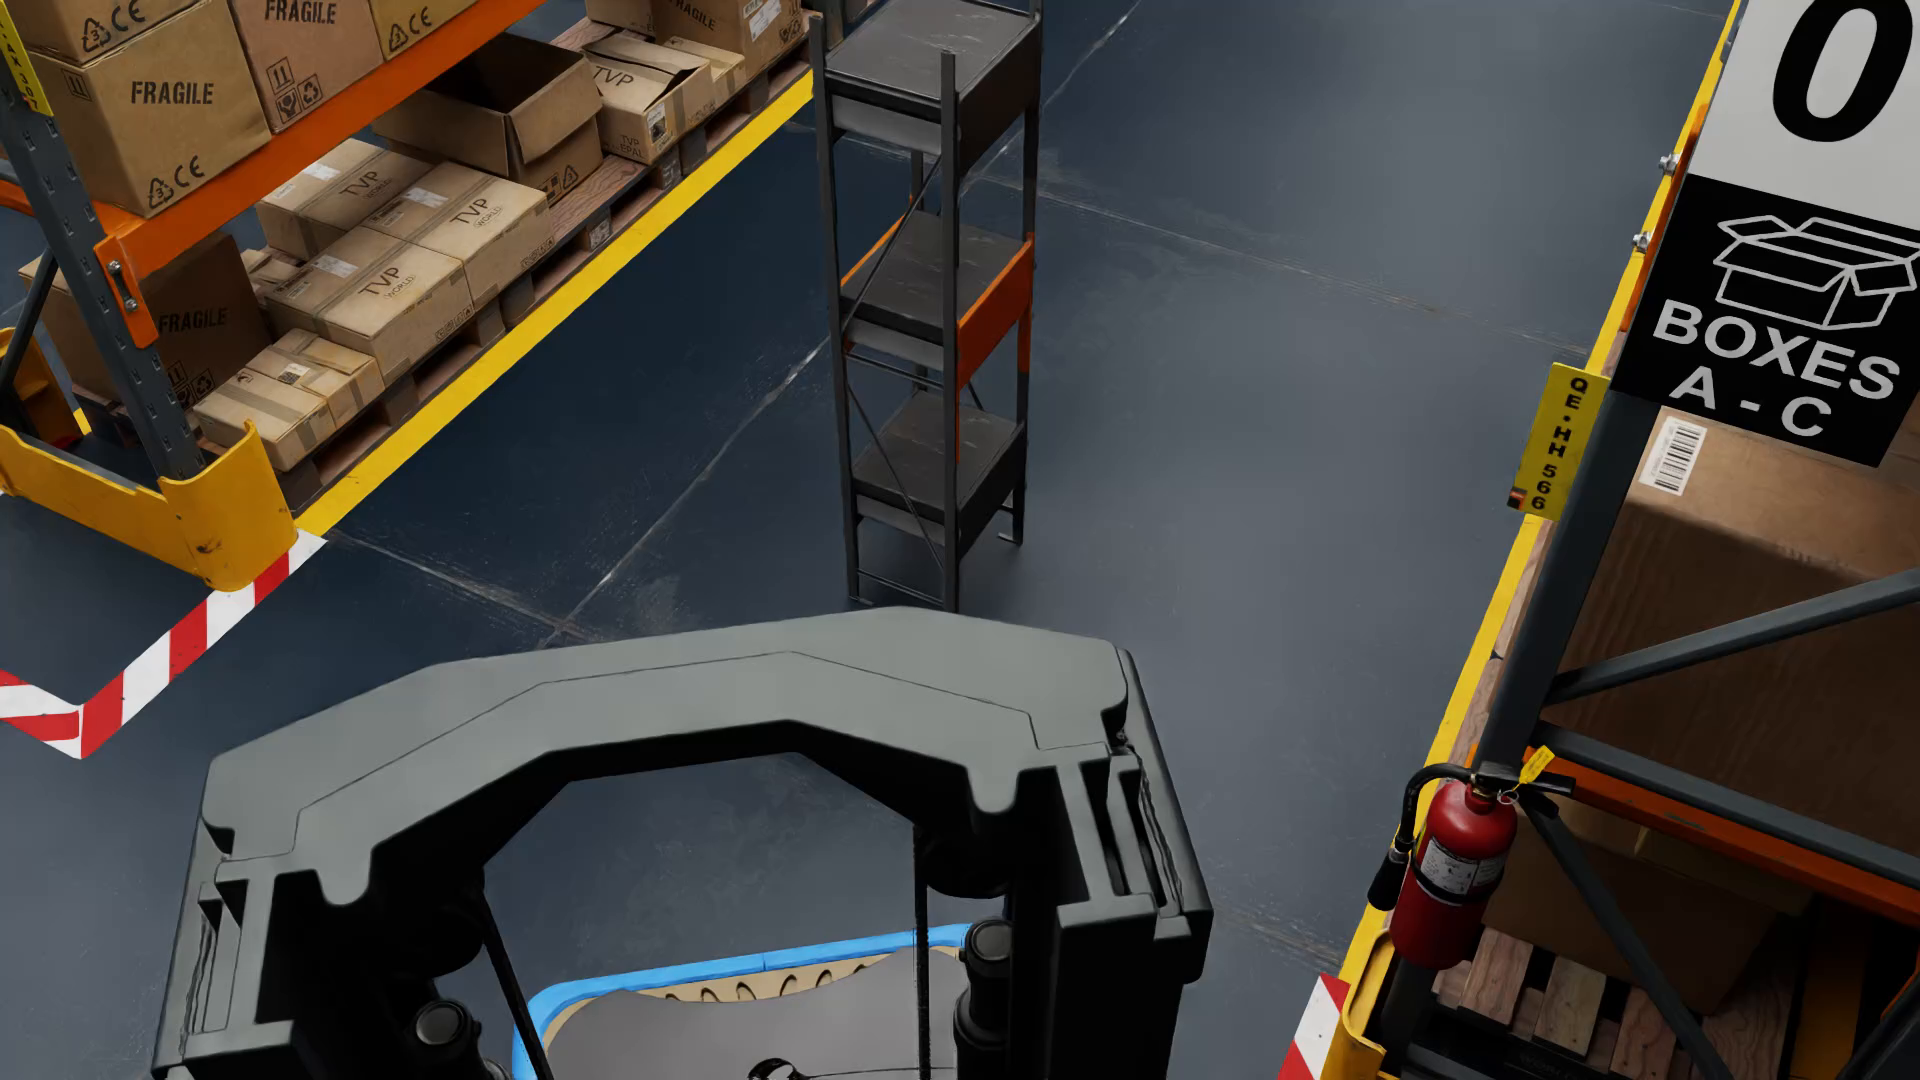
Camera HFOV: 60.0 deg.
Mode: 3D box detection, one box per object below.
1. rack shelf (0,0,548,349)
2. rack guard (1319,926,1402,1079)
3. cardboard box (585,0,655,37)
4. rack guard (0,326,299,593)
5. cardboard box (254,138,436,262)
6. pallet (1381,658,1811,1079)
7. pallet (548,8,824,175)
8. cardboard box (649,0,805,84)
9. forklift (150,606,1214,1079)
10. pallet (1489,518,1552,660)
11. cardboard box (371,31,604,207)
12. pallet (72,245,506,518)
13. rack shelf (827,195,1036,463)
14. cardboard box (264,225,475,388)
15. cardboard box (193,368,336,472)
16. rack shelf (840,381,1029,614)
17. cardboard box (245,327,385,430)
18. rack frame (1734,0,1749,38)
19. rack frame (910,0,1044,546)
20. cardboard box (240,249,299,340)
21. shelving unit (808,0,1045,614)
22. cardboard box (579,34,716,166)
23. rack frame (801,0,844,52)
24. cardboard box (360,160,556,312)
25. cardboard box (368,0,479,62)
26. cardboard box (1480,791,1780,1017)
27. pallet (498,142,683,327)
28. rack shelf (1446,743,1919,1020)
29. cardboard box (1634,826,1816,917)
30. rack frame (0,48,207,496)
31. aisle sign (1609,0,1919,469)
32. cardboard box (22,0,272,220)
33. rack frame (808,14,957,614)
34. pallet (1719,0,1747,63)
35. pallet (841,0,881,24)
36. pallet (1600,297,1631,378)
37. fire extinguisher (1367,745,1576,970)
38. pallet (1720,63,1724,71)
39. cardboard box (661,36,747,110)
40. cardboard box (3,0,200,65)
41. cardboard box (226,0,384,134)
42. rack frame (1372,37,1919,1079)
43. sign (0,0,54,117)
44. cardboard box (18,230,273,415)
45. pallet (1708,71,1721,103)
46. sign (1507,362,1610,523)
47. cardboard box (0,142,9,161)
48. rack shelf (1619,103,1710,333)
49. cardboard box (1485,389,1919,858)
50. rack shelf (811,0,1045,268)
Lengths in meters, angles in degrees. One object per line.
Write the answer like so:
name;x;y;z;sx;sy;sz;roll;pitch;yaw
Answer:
rack shelf;-1.972;-2.122;6.244;1.077;0.370;4.000;20;49;19
rack guard;1.478;1.412;4.003;1.175;0.500;0.348;20;49;19
cardboard box;-1.430;-2.651;7.842;0.500;0.311;0.500;20;49;19
rack guard;-2.865;-0.284;5.679;1.175;0.500;0.348;20;49;19
cardboard box;-2.399;-1.315;6.565;0.500;0.250;0.500;20;49;19
pallet;1.791;0.969;4.644;1.003;0.211;1.213;20;49;19
pallet;-1.363;-2.222;7.798;1.003;0.211;1.213;20;49;19
cardboard box;-1.057;-2.458;7.518;0.500;0.500;0.500;20;49;19
forklift;-0.156;1.607;2.101;1.130;2.935;3.031;-7;46;-7
pallet;2.358;0.204;5.400;1.003;0.211;1.213;20;49;19
cardboard box;-1.911;-1.726;6.793;0.797;0.503;0.637;20;49;19
pallet;-2.496;-0.685;6.279;1.003;0.211;1.213;20;49;19
rack shelf;-0.077;-0.624;4.910;0.431;0.518;0.480;20;49;19
cardboard box;-2.165;-0.867;6.121;0.500;0.250;0.500;20;49;19
cardboard box;-2.402;-0.417;5.749;0.380;0.149;0.250;20;49;19
rack shelf;-0.077;-0.132;5.408;0.431;0.518;0.480;20;49;19
cardboard box;-2.286;-0.581;5.898;0.380;0.166;0.250;20;49;19
rack frame;1.489;-1.590;0.995;1.000;3.000;0.127;20;49;19
rack frame;0.036;-0.788;5.052;0.400;2.100;0.015;20;49;19
cardboard box;-2.599;-0.923;6.236;0.380;0.166;0.250;20;49;19
shelving unit;-0.077;-0.634;4.900;0.431;2.100;0.503;20;49;19
cardboard box;-1.405;-1.919;7.119;0.500;0.311;0.500;20;49;19
rack frame;-1.044;-3.635;7.233;1.000;3.000;0.127;20;49;19
cardboard box;-1.933;-1.182;6.433;0.500;0.250;0.500;20;49;19
cardboard box;-1.991;-1.984;5.532;0.500;0.500;0.500;20;49;19
cardboard box;1.725;0.776;4.337;0.700;0.500;0.500;20;49;19
pallet;-1.929;-1.450;7.035;1.003;0.211;1.213;20;49;19
rack shelf;2.417;-0.489;4.630;1.077;0.370;4.000;20;49;19
cardboard box;1.844;0.692;3.963;0.380;0.149;0.250;21;49;19
rack frame;-2.901;-1.115;4.743;1.000;3.000;0.127;20;49;19
aisle sign;1.190;-0.449;2.257;0.394;0.787;0.004;20;49;19
cardboard box;-2.461;-1.342;4.897;0.500;0.500;0.500;21;49;20
rack frame;-0.190;-0.480;4.748;0.400;2.100;0.015;20;49;19
pallet;1.824;-0.976;2.558;1.003;0.211;1.213;20;49;19
pallet;-0.700;-3.179;8.744;1.003;0.211;1.213;20;49;19
pallet;2.923;-0.568;6.163;1.003;0.211;1.213;20;49;19
fire extinguisher;1.010;0.619;3.345;0.296;0.674;0.183;20;49;19
pallet;4.202;-2.304;7.878;1.003;0.211;1.213;20;49;19
cardboard box;-1.178;-2.078;7.390;0.380;0.149;0.250;20;49;19
cardboard box;-2.461;-1.694;4.542;0.500;0.500;0.500;22;49;20
cardboard box;-2.226;-1.669;5.220;0.500;0.500;0.500;20;49;19
rack frame;1.489;0.519;3.129;1.000;3.000;0.127;20;49;19
sign;-2.420;-1.240;4.258;0.100;0.325;0.005;20;49;19
cardboard box;-2.866;-0.814;5.894;0.500;0.500;0.500;20;49;19
pallet;3.637;-1.532;7.116;1.003;0.211;1.213;20;49;19
sign;1.015;-0.160;2.818;0.100;0.325;0.005;20;49;19
cardboard box;-2.934;-1.522;5.075;0.500;0.500;0.500;22;49;20
rack shelf;2.417;-1.543;3.563;1.077;0.370;4.000;20;49;19
cardboard box;1.717;0.089;3.343;0.980;0.700;0.700;23;50;21
rack shelf;-0.077;-1.116;4.412;0.431;0.518;0.480;20;49;19
